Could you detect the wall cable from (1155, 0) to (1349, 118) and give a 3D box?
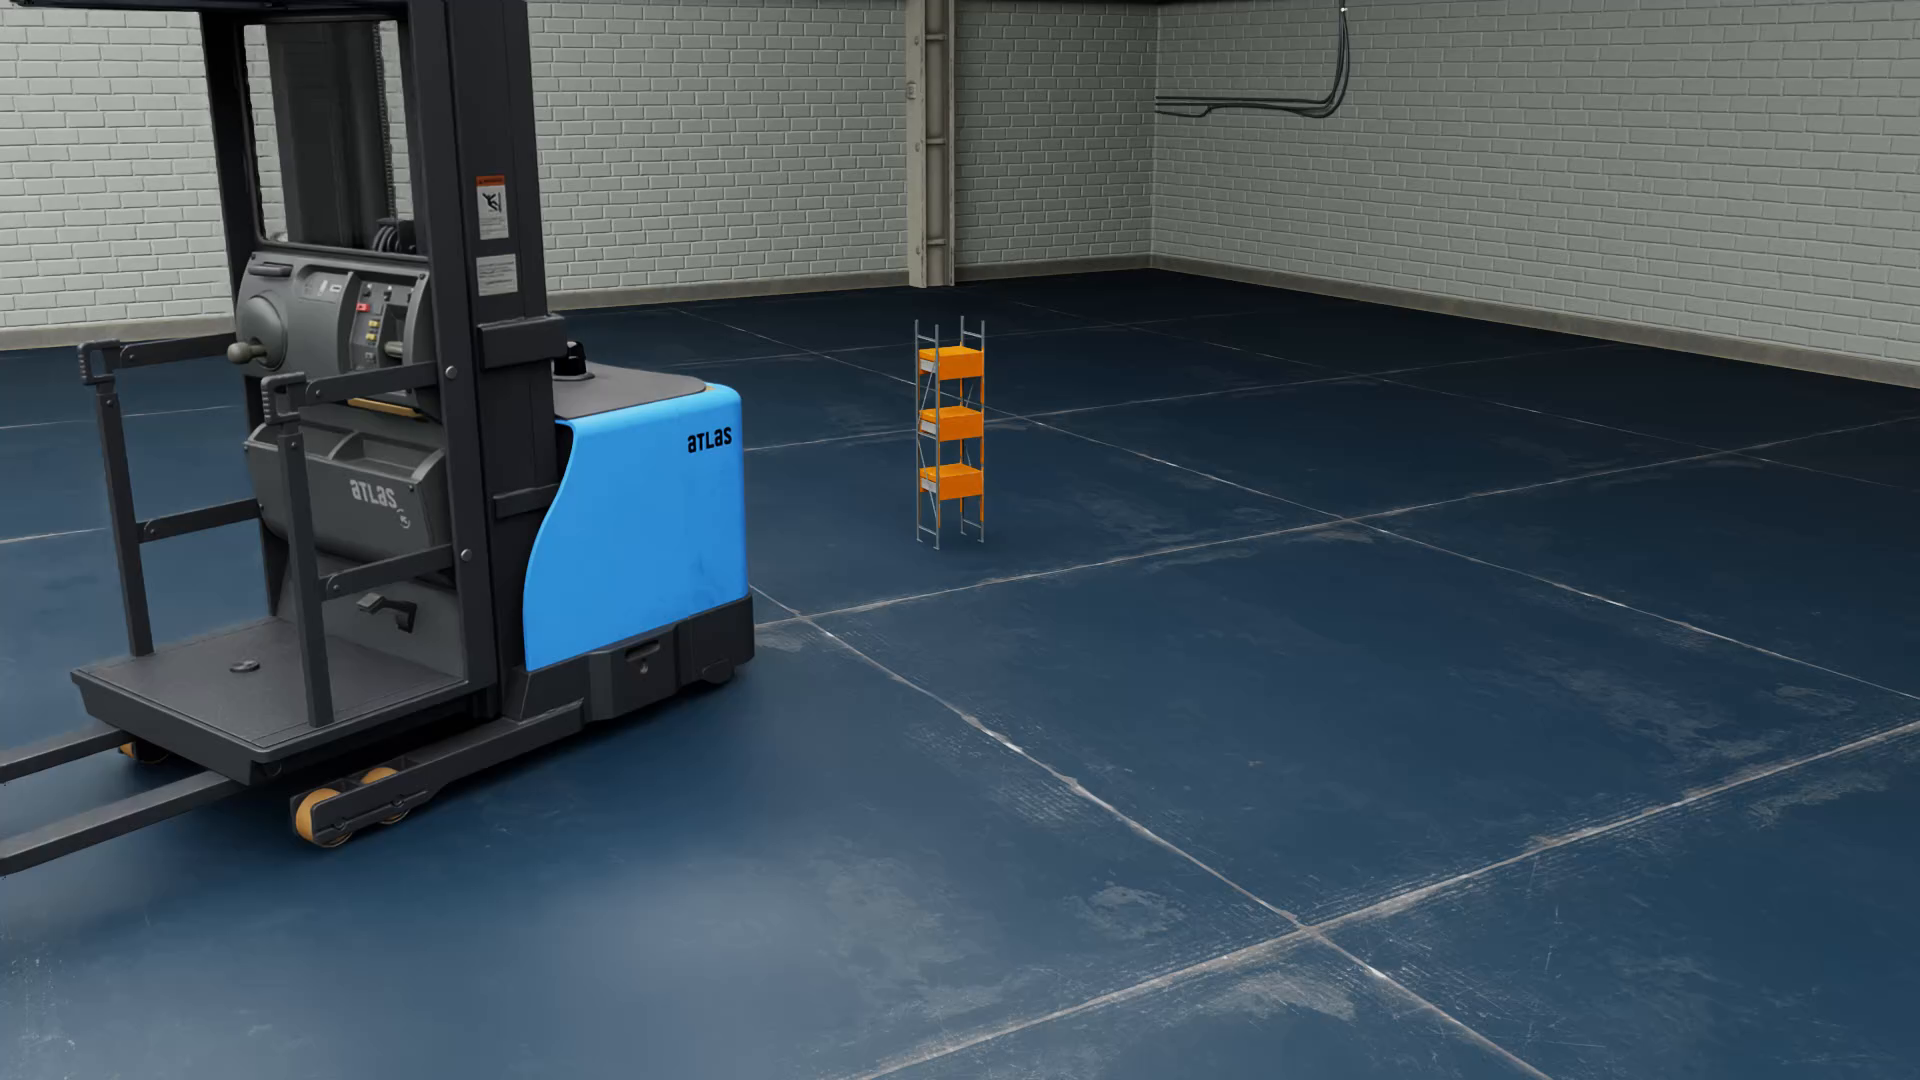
[{"bbox_3d":[2.906,-5.615,17.023,0.112,2.526,3.097,-9,18,-30],"label":"wall cable"}]

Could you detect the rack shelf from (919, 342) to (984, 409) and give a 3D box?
[{"bbox_3d":[-0.046,-0.761,7.668,0.240,0.259,0.215,-9,18,-30],"label":"rack shelf"}]

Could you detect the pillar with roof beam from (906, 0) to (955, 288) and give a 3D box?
[{"bbox_3d":[1.917,-6.011,12.681,0.400,9.000,9.100,-9,18,-30],"label":"pillar with roof beam"}]

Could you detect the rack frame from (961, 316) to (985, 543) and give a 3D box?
[{"bbox_3d":[0.059,-0.515,7.802,0.008,1.050,0.200,-9,18,-30],"label":"rack frame"}]

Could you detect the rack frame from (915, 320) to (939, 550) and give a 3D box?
[{"bbox_3d":[-0.150,-0.481,7.681,0.008,1.050,0.200,-9,18,-30],"label":"rack frame"}]

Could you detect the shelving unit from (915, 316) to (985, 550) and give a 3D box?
[{"bbox_3d":[-0.046,-0.498,7.742,0.252,1.050,0.215,-9,18,-30],"label":"shelving unit"}]

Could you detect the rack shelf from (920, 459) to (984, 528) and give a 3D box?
[{"bbox_3d":[-0.046,-0.220,7.819,0.240,0.259,0.215,-9,18,-30],"label":"rack shelf"}]

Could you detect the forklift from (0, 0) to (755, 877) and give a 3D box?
[{"bbox_3d":[-2.044,-0.679,4.901,1.130,2.935,3.031,11,19,35],"label":"forklift"}]

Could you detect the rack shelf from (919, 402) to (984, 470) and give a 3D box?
[{"bbox_3d":[-0.046,-0.488,7.744,0.240,0.259,0.215,-9,18,-30],"label":"rack shelf"}]
